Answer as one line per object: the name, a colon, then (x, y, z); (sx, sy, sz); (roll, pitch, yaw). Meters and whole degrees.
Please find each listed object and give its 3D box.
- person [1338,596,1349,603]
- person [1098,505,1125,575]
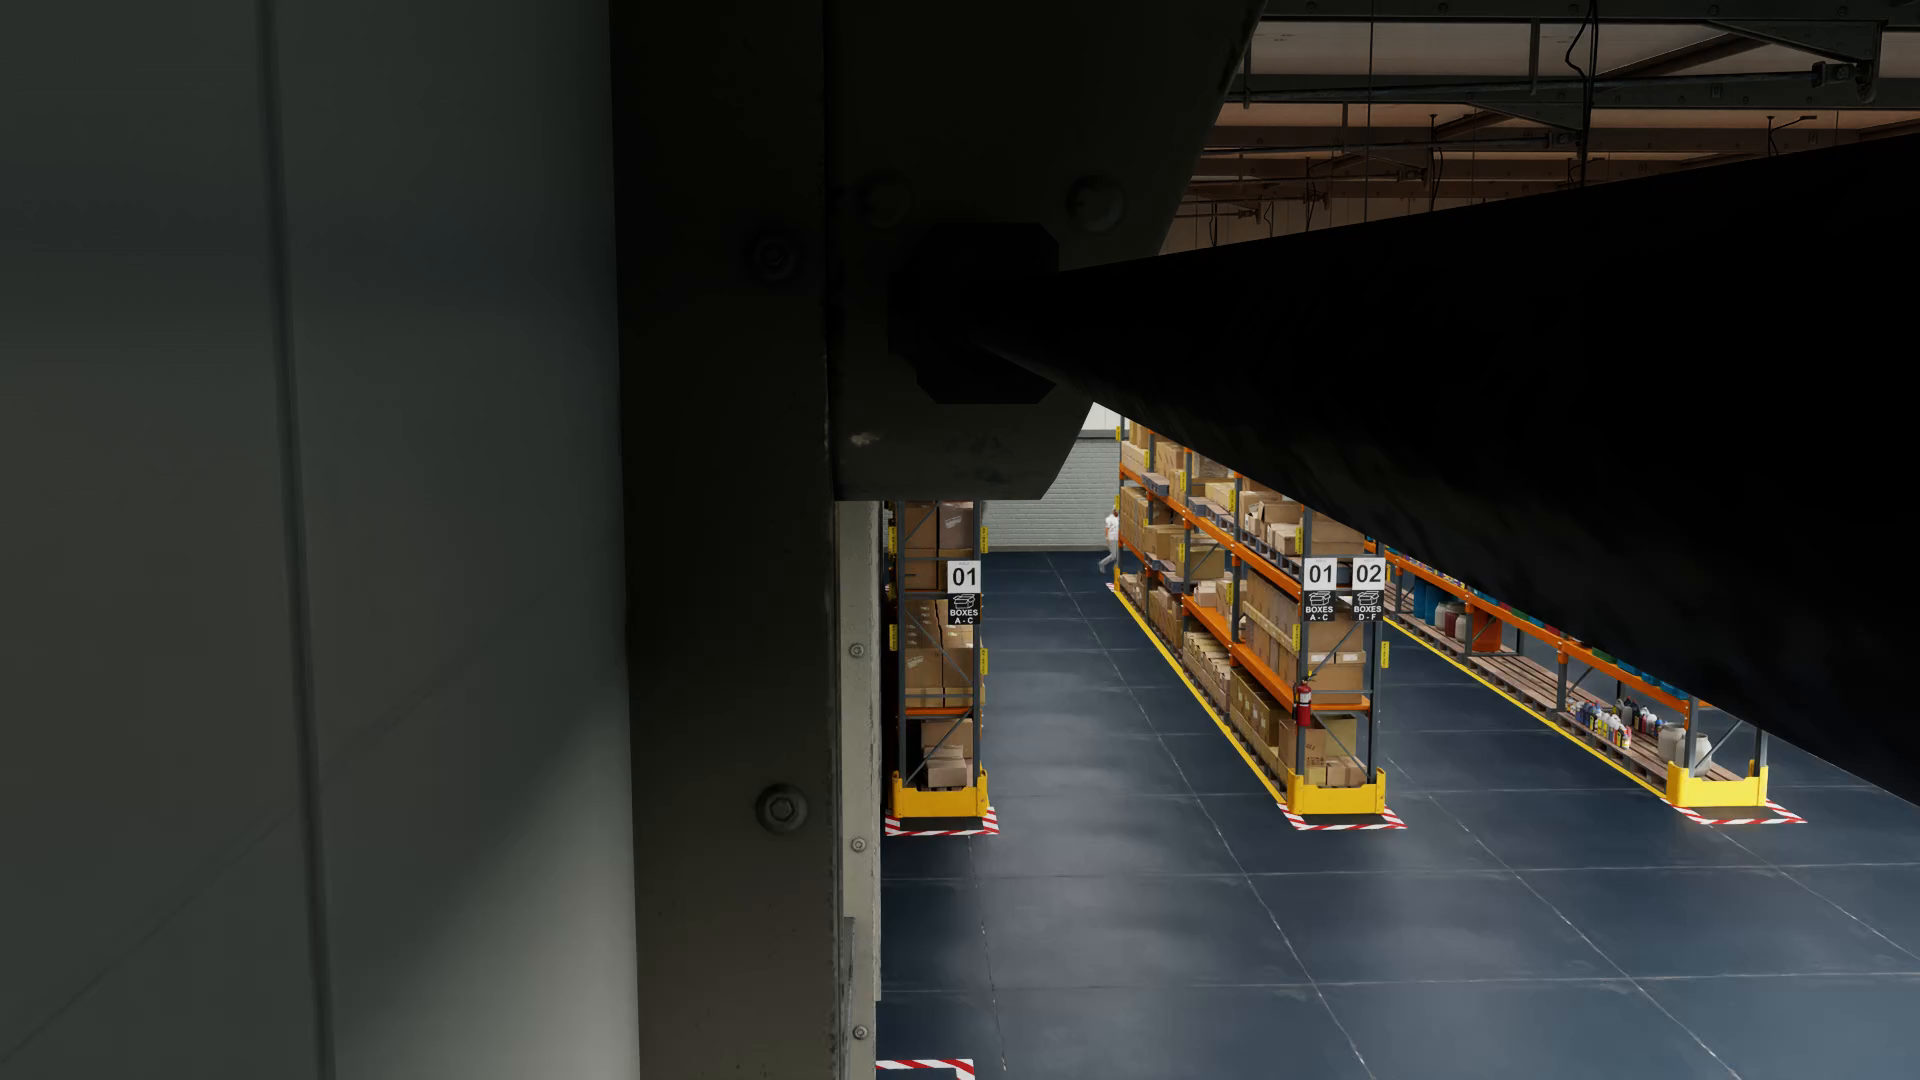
person: (6.256, 1.462, 27.699); (0.412, 1.794, 0.563); (0, 8, 3)
person: (3.535, -0.002, 38.291); (0.565, 1.645, 0.508); (6, 10, 34)
